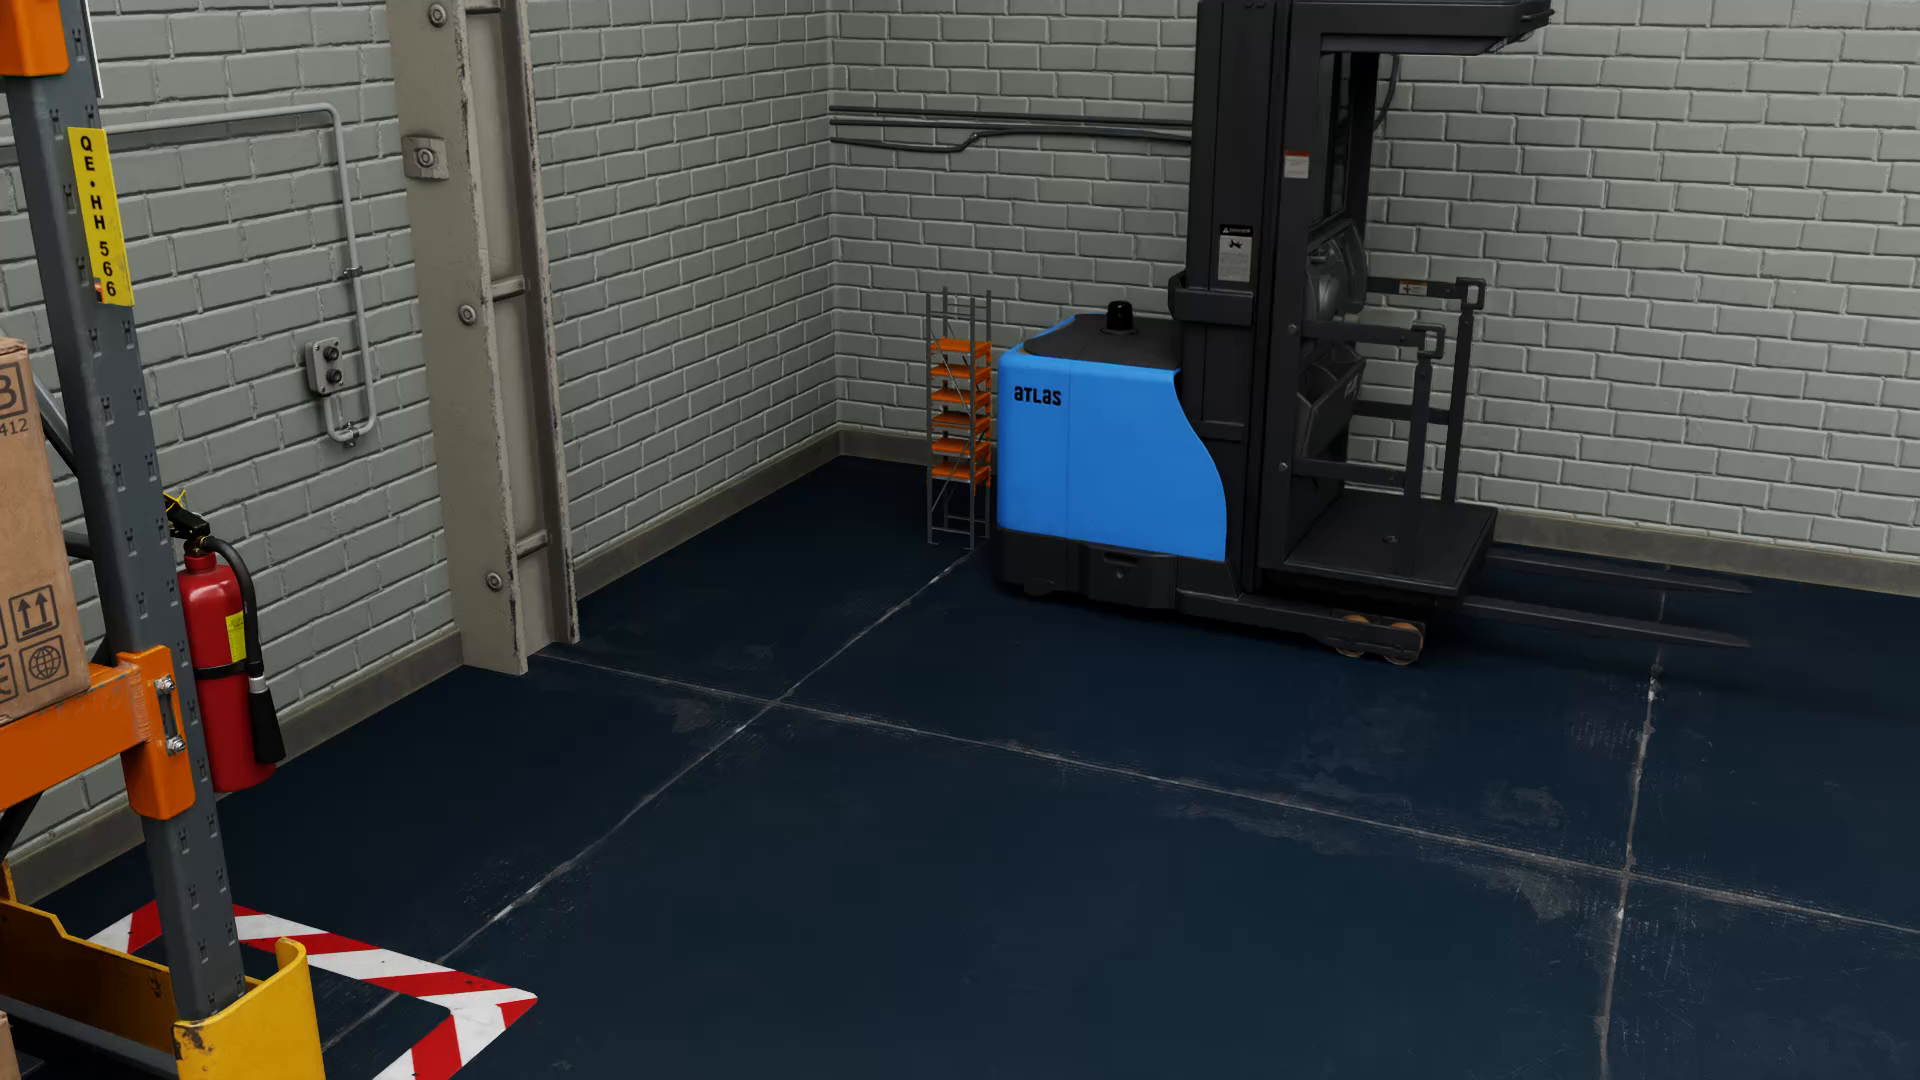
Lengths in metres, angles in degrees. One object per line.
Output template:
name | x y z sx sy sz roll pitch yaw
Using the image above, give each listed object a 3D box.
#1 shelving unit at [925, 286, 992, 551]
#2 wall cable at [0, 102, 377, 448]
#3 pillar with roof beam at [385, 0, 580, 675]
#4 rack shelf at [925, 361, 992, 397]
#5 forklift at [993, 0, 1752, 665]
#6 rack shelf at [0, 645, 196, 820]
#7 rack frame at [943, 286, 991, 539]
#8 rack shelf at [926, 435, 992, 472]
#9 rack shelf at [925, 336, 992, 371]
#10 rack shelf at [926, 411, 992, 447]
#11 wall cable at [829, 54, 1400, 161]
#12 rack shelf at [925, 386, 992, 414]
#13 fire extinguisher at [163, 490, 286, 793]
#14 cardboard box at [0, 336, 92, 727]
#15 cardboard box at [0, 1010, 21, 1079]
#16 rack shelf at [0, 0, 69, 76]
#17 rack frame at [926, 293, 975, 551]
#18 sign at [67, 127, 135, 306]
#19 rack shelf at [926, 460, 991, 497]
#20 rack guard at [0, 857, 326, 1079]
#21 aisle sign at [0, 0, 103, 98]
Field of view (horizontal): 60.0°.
shelving unit | -0.006 -0.561 7.755 0.258 1.200 0.189 9 21 23
wall cable | -2.431 -1.022 4.850 0.084 1.984 1.851 9 21 23
pillar with roof beam | 2.152 -3.202 3.543 9.100 9.000 0.400 9 21 23
rack shelf | -0.006 -0.745 7.690 0.258 0.103 0.180 9 21 23
forklift | 1.704 -1.089 6.656 3.031 2.935 1.130 9 21 23
rack shelf | -2.911 0.928 1.956 1.077 0.370 4.000 9 21 23
rack frame | 0.032 -0.589 7.834 0.240 1.200 0.006 9 21 23
rack shelf | -0.006 -0.406 7.810 0.258 0.103 0.180 9 21 23
rack shelf | -0.006 -0.858 7.650 0.258 0.103 0.180 9 21 23
rack shelf | -0.006 -0.519 7.770 0.258 0.103 0.180 9 21 23
wall cable | 0.550 -3.066 7.793 3.097 2.526 0.112 9 21 23
rack shelf | -0.006 -0.632 7.730 0.258 0.103 0.180 9 21 23
fire extinguisher | -1.609 0.207 3.581 0.296 0.674 0.183 9 21 23
cardboard box | -2.292 -0.006 3.062 0.980 0.700 0.700 10 22 25
cardboard box | -2.287 1.186 3.262 0.700 0.500 0.500 9 21 23
rack shelf | -2.911 -0.485 1.453 1.077 0.370 4.000 9 21 23
rack frame | -0.043 -0.533 7.677 0.240 1.200 0.006 9 21 23
sign | -1.603 -0.600 3.099 0.100 0.325 0.005 9 21 23
rack shelf | -0.006 -0.293 7.851 0.258 0.103 0.180 9 21 23
rack guard | -2.082 1.148 3.994 1.175 0.500 0.348 9 21 23
aisle sign | -1.789 -1.228 3.065 0.394 0.787 0.004 9 21 23
